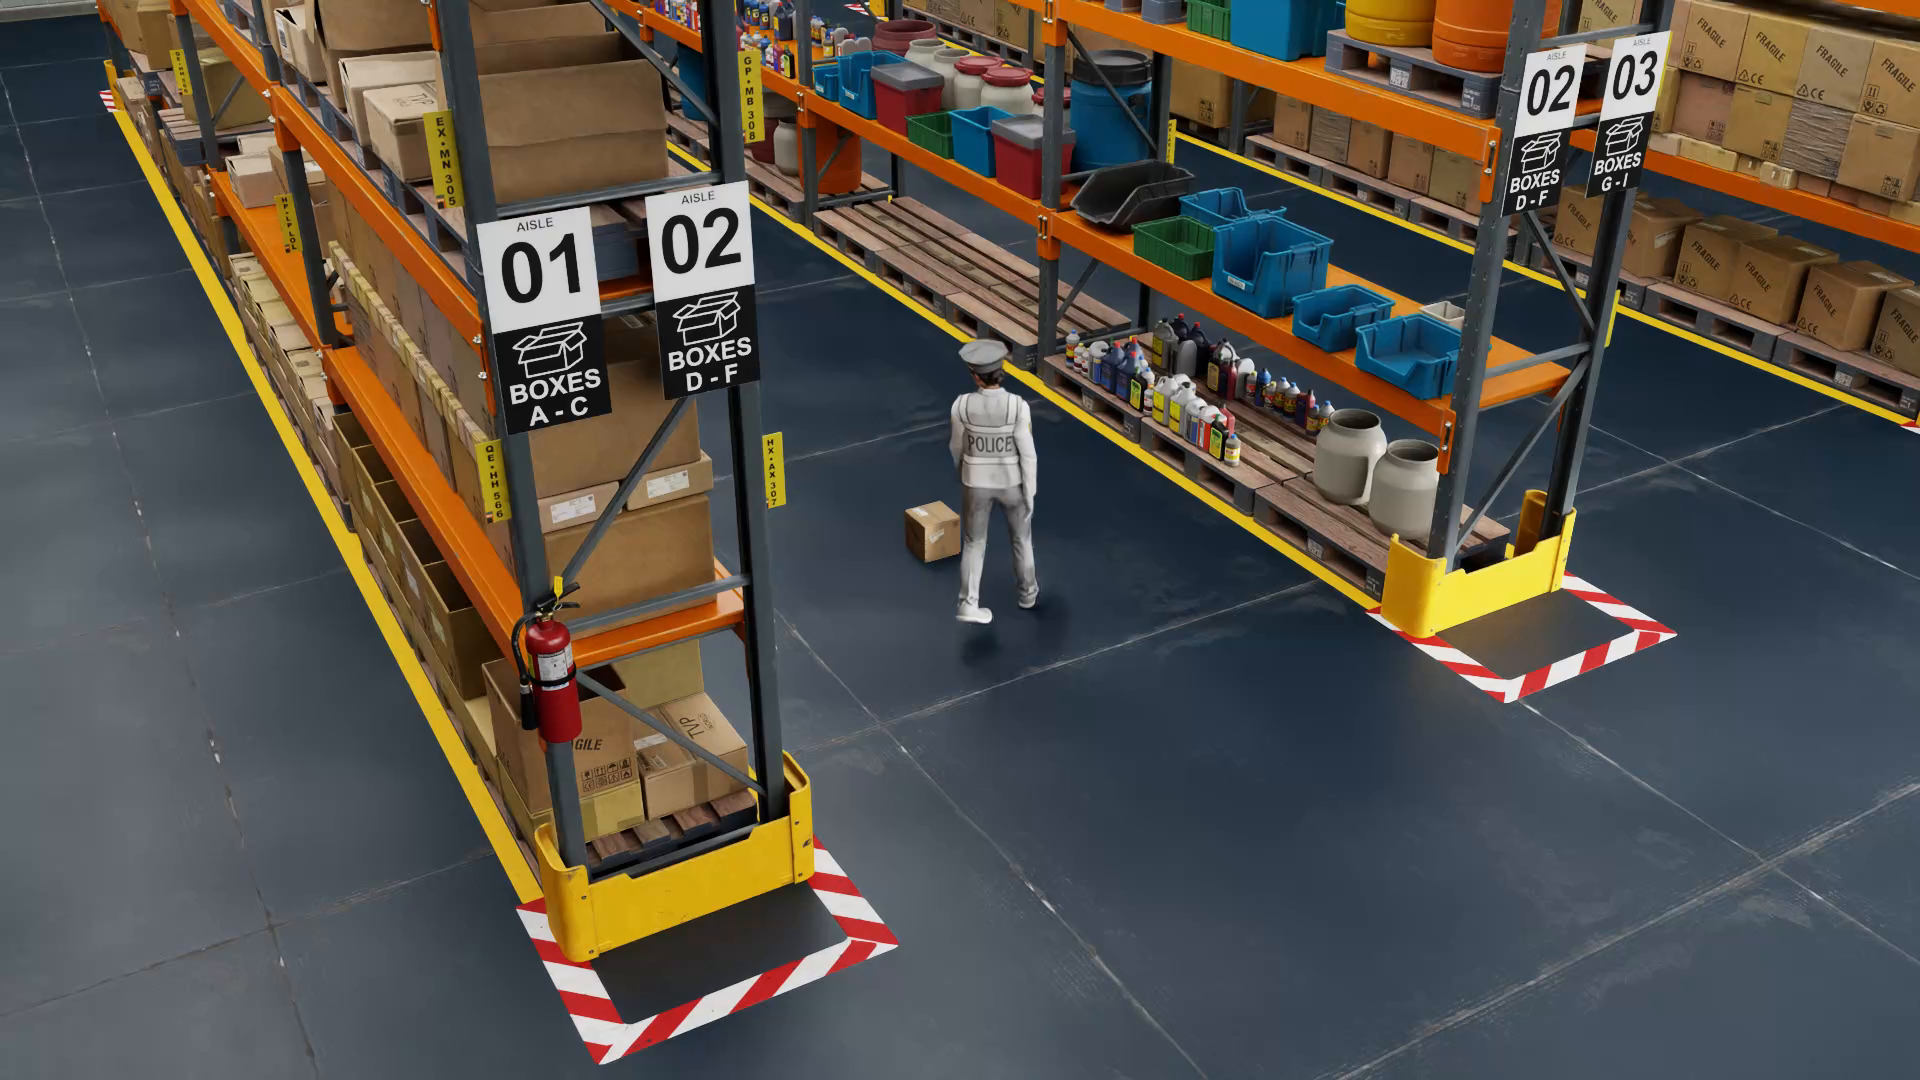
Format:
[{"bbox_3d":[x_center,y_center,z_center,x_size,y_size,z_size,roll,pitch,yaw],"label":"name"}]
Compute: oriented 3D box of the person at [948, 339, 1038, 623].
[{"bbox_3d":[0.181,-0.296,9.079,0.497,1.640,0.712,3,29,5],"label":"person"}]
